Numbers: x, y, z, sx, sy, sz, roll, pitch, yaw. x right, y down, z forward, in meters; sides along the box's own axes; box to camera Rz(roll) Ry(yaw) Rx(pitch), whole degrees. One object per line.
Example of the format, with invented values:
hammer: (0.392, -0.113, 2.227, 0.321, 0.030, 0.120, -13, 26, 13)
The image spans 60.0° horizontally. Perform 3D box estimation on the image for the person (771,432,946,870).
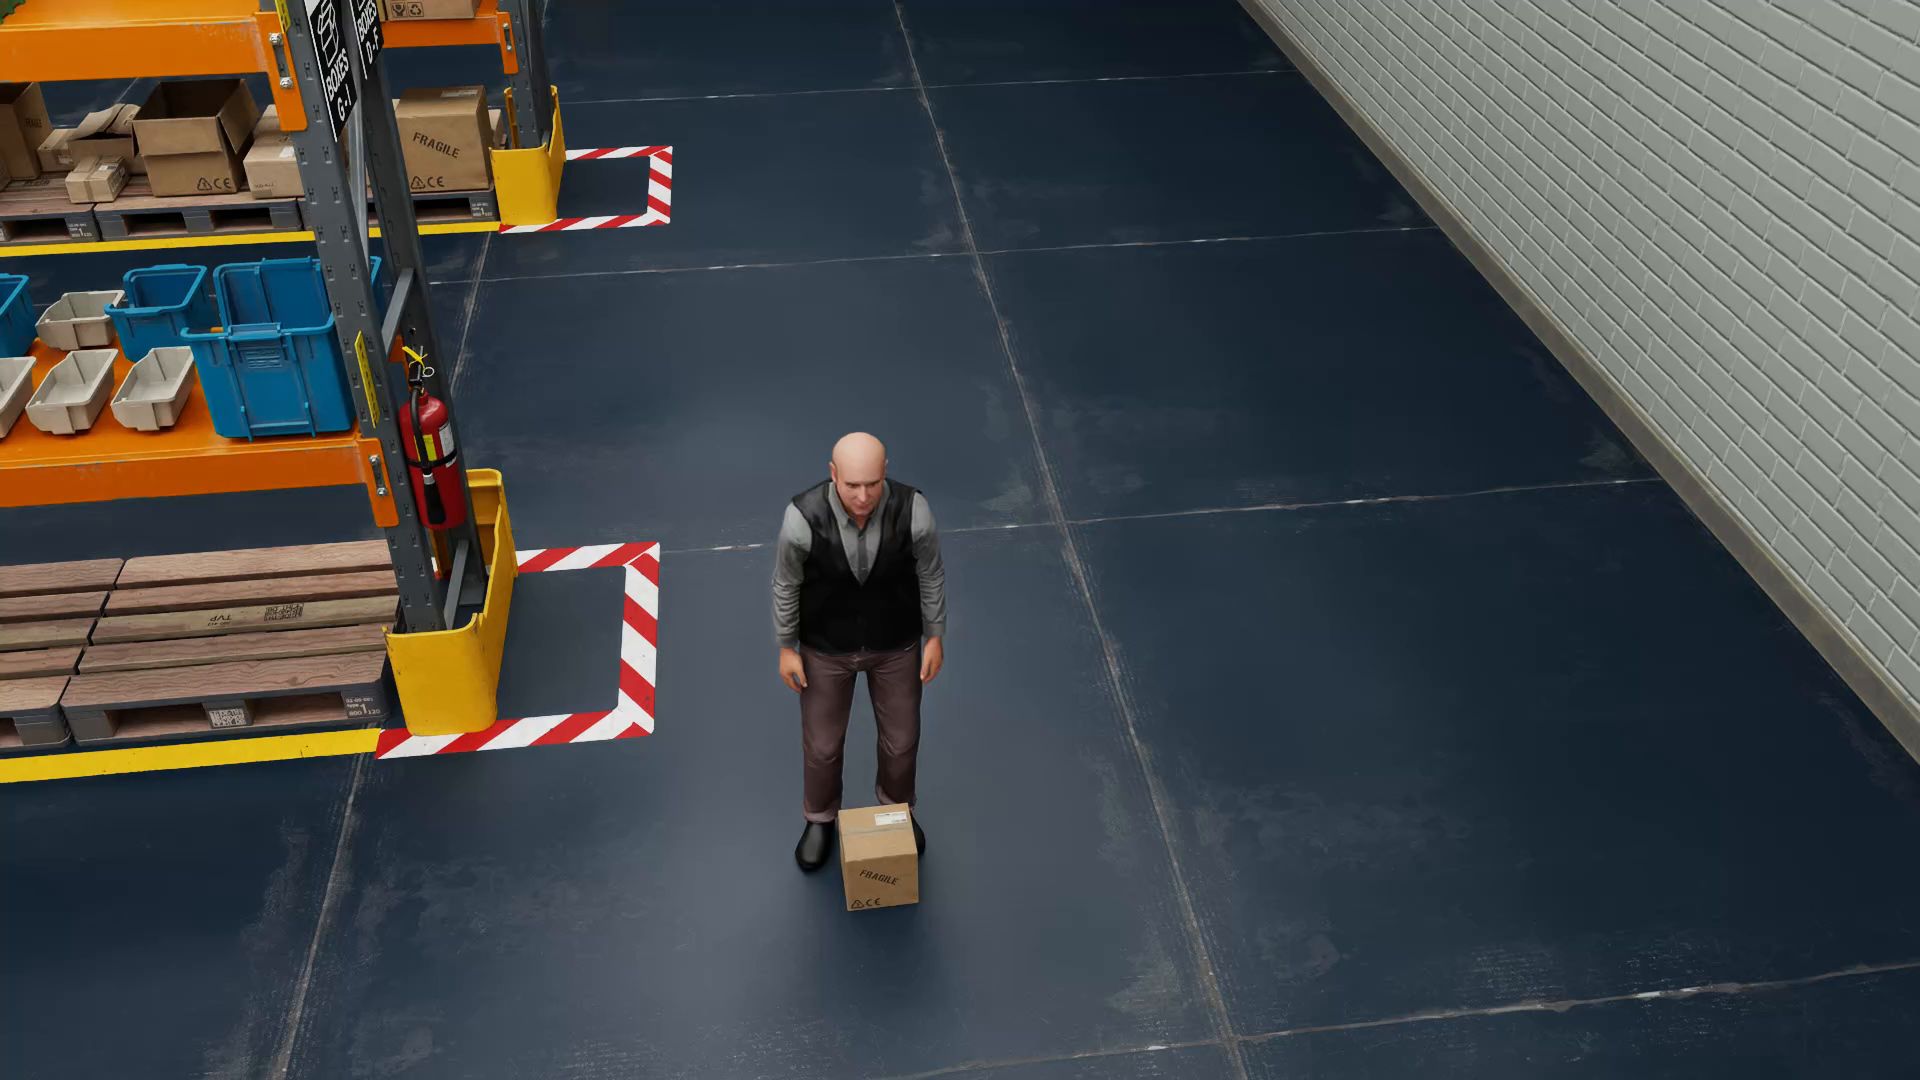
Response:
person: (-0.337, 0.351, 5.655, 0.580, 1.721, 0.417, -4, 35, -6)
